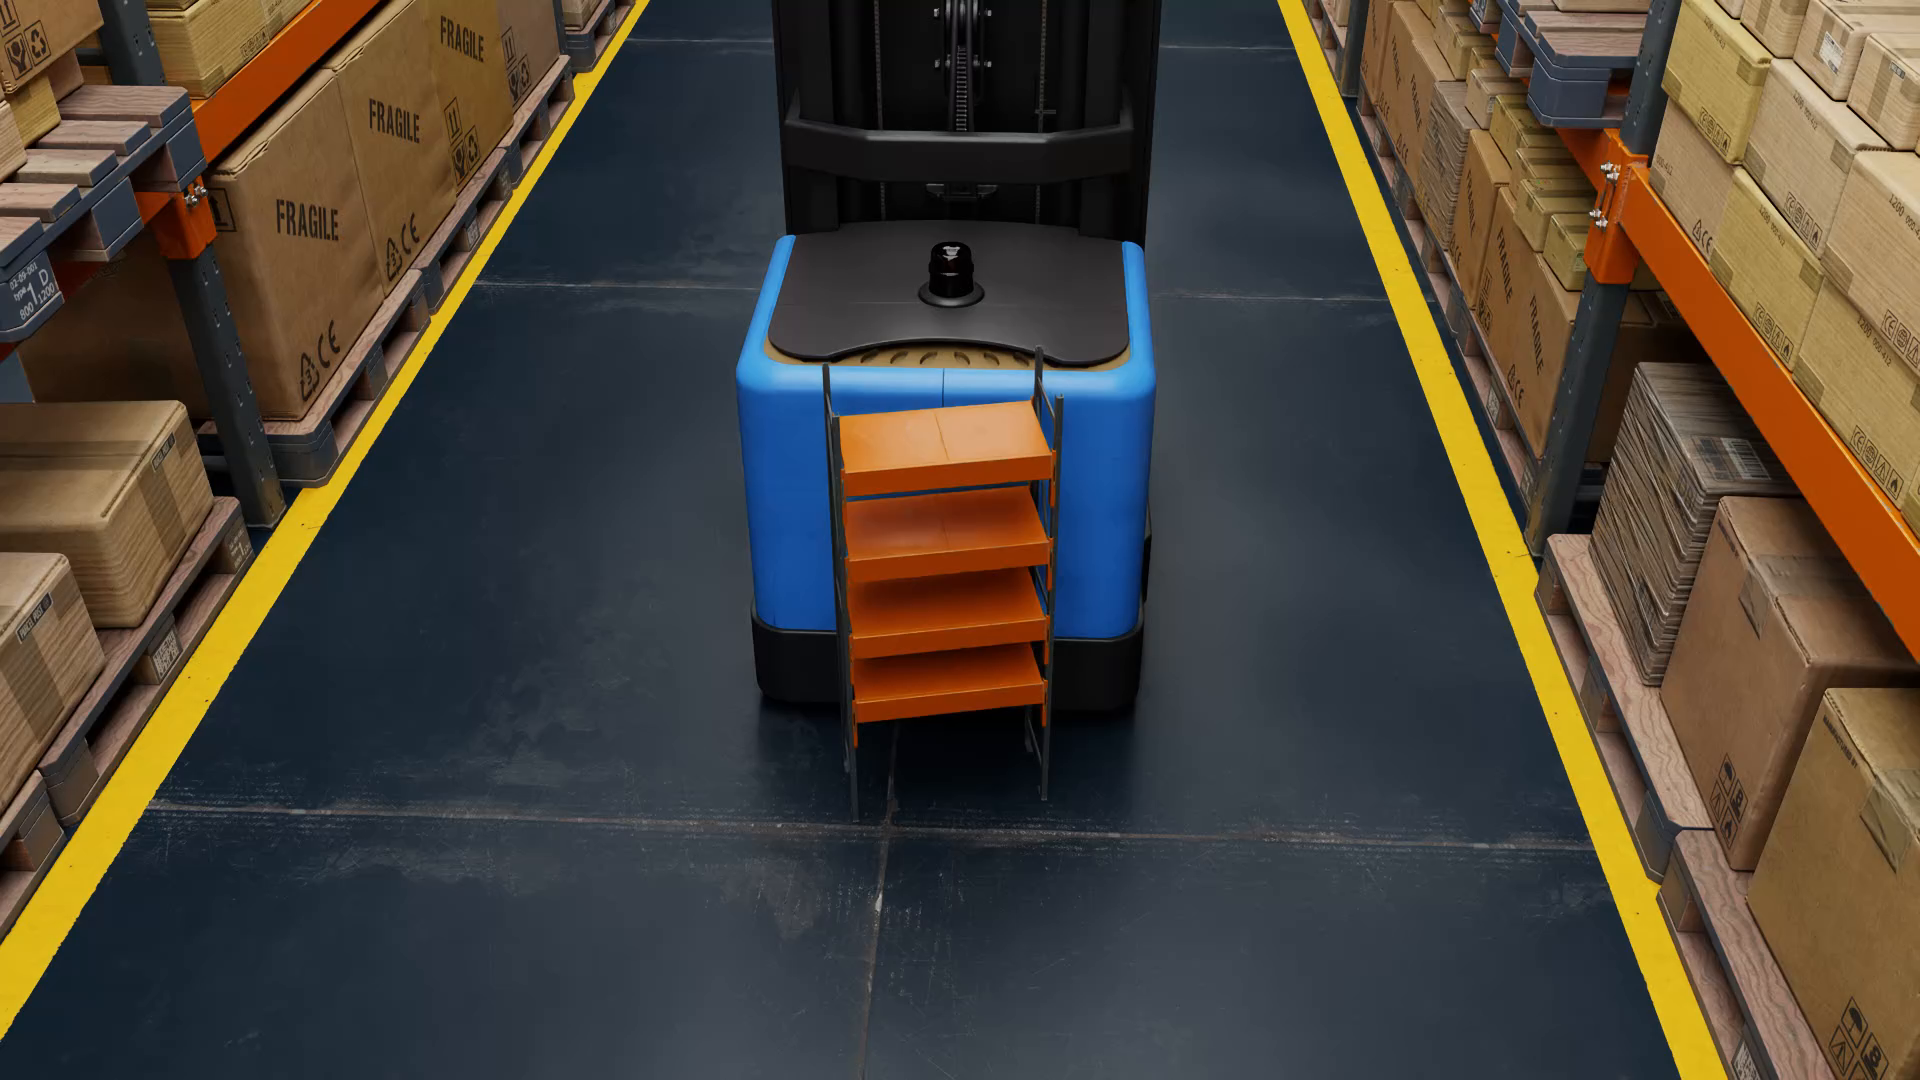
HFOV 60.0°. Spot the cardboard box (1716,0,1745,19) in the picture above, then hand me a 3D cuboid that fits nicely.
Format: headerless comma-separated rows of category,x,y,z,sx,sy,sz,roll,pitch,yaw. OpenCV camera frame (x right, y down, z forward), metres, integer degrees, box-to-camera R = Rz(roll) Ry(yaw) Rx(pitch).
cardboard box,1.971,-1.320,3.868,0.380,0.149,0.250,2,35,3

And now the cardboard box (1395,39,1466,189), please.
cardboard box,2.159,-1.772,6.971,0.500,0.500,0.500,0,35,0

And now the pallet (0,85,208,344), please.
pallet,-2.604,-0.812,3.964,1.213,0.211,1.003,1,35,2

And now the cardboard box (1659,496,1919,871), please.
cardboard box,2.221,0.343,3.853,0.875,0.625,0.625,2,35,3

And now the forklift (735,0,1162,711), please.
forklift,0.029,-1.561,4.922,1.130,2.935,3.031,2,35,2

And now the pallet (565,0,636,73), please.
pallet,-2.412,-2.895,9.186,1.003,0.211,1.213,1,35,2

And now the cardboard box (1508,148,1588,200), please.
cardboard box,2.080,-1.202,5.596,0.380,0.149,0.250,0,35,0

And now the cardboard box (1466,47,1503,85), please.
cardboard box,2.187,-1.795,6.440,0.380,0.149,0.250,1,35,2

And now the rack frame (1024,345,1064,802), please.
rack frame,0.198,0.115,4.043,0.015,1.200,0.240,-5,35,-8

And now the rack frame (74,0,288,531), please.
rack frame,-2.681,-1.303,4.495,1.000,3.000,0.127,1,35,2

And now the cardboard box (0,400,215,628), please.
cardboard box,-2.714,-0.075,4.668,0.950,0.372,0.625,-1,35,-1

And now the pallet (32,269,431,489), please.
pallet,-2.574,-0.613,5.938,1.003,0.211,1.213,1,35,2

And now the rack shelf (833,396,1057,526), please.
rack shelf,-0.043,-0.184,3.784,0.480,0.148,0.258,-5,35,-8

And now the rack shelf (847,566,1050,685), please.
rack shelf,-0.043,0.193,4.049,0.480,0.148,0.258,-5,35,-8

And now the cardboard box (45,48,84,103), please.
cardboard box,-2.459,-1.178,4.170,0.380,0.149,0.250,3,35,4

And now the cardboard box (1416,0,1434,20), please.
cardboard box,2.226,-2.394,7.292,0.380,0.149,0.250,0,35,-1

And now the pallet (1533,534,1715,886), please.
pallet,2.206,0.423,4.465,1.003,0.211,1.213,1,35,2

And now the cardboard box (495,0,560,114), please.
cardboard box,-2.466,-2.545,7.745,0.875,0.875,0.875,2,35,3

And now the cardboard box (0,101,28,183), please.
cardboard box,-2.363,-0.876,3.741,0.380,0.149,0.250,1,35,1

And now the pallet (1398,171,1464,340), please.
pallet,2.398,-1.176,6.740,1.003,0.211,1.213,1,35,2

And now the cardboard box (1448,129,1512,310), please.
cardboard box,2.130,-1.175,6.122,0.500,0.500,0.500,3,35,4

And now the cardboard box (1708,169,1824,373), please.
cardboard box,1.991,-0.591,3.612,0.500,0.250,0.500,1,35,1

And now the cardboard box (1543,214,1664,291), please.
cardboard box,2.045,-0.894,5.158,0.380,0.149,0.250,0,35,0

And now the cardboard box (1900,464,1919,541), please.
cardboard box,1.955,0.004,2.767,0.500,0.250,0.500,2,35,3

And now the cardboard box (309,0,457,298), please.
cardboard box,-2.531,-1.512,6.276,0.875,0.875,0.875,2,35,2

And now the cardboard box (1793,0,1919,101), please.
cardboard box,1.977,-1.018,3.439,0.380,0.149,0.250,2,35,3

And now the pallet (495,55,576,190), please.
pallet,-2.476,-2.015,7.933,1.003,0.211,1.213,1,35,2

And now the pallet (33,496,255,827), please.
pallet,-2.714,0.287,4.658,1.003,0.211,1.213,1,35,2

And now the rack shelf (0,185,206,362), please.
rack shelf,-2.762,0.141,3.067,1.077,0.370,4.000,1,35,2

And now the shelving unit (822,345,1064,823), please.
shelving unit,-0.043,0.138,4.010,0.503,1.200,0.258,-5,35,-8

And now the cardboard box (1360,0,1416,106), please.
cardboard box,2.195,-2.365,7.815,0.500,0.500,0.500,3,35,4

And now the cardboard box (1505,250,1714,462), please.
cardboard box,2.081,-0.587,5.285,0.500,0.500,0.500,2,35,3

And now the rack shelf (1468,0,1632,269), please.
rack shelf,2.359,-2.045,6.176,1.077,0.370,4.000,1,35,2

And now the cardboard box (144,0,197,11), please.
cardboard box,-2.414,-1.731,4.800,0.500,0.250,0.500,1,35,2

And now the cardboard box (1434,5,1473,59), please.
cardboard box,2.181,-2.094,6.865,0.380,0.149,0.250,1,35,2

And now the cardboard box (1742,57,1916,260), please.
cardboard box,1.995,-0.796,3.470,0.500,0.250,0.500,2,35,3

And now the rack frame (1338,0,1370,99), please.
rack frame,2.439,-3.488,7.605,1.000,3.000,0.127,1,35,2

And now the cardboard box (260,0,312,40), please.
cardboard box,-2.407,-1.812,5.350,0.500,0.250,0.500,0,35,1

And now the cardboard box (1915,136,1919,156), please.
cardboard box,1.999,-0.723,3.019,0.380,0.149,0.250,2,35,2

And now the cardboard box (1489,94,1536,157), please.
cardboard box,2.145,-1.496,6.014,0.380,0.149,0.250,1,35,1

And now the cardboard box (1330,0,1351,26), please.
cardboard box,2.168,-2.820,8.769,0.380,0.149,0.250,0,35,0

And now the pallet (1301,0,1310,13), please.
pallet,2.514,-3.445,9.968,1.003,0.211,1.213,1,35,2

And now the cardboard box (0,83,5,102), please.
cardboard box,-2.432,-1.072,3.456,0.500,0.500,0.500,1,35,1
